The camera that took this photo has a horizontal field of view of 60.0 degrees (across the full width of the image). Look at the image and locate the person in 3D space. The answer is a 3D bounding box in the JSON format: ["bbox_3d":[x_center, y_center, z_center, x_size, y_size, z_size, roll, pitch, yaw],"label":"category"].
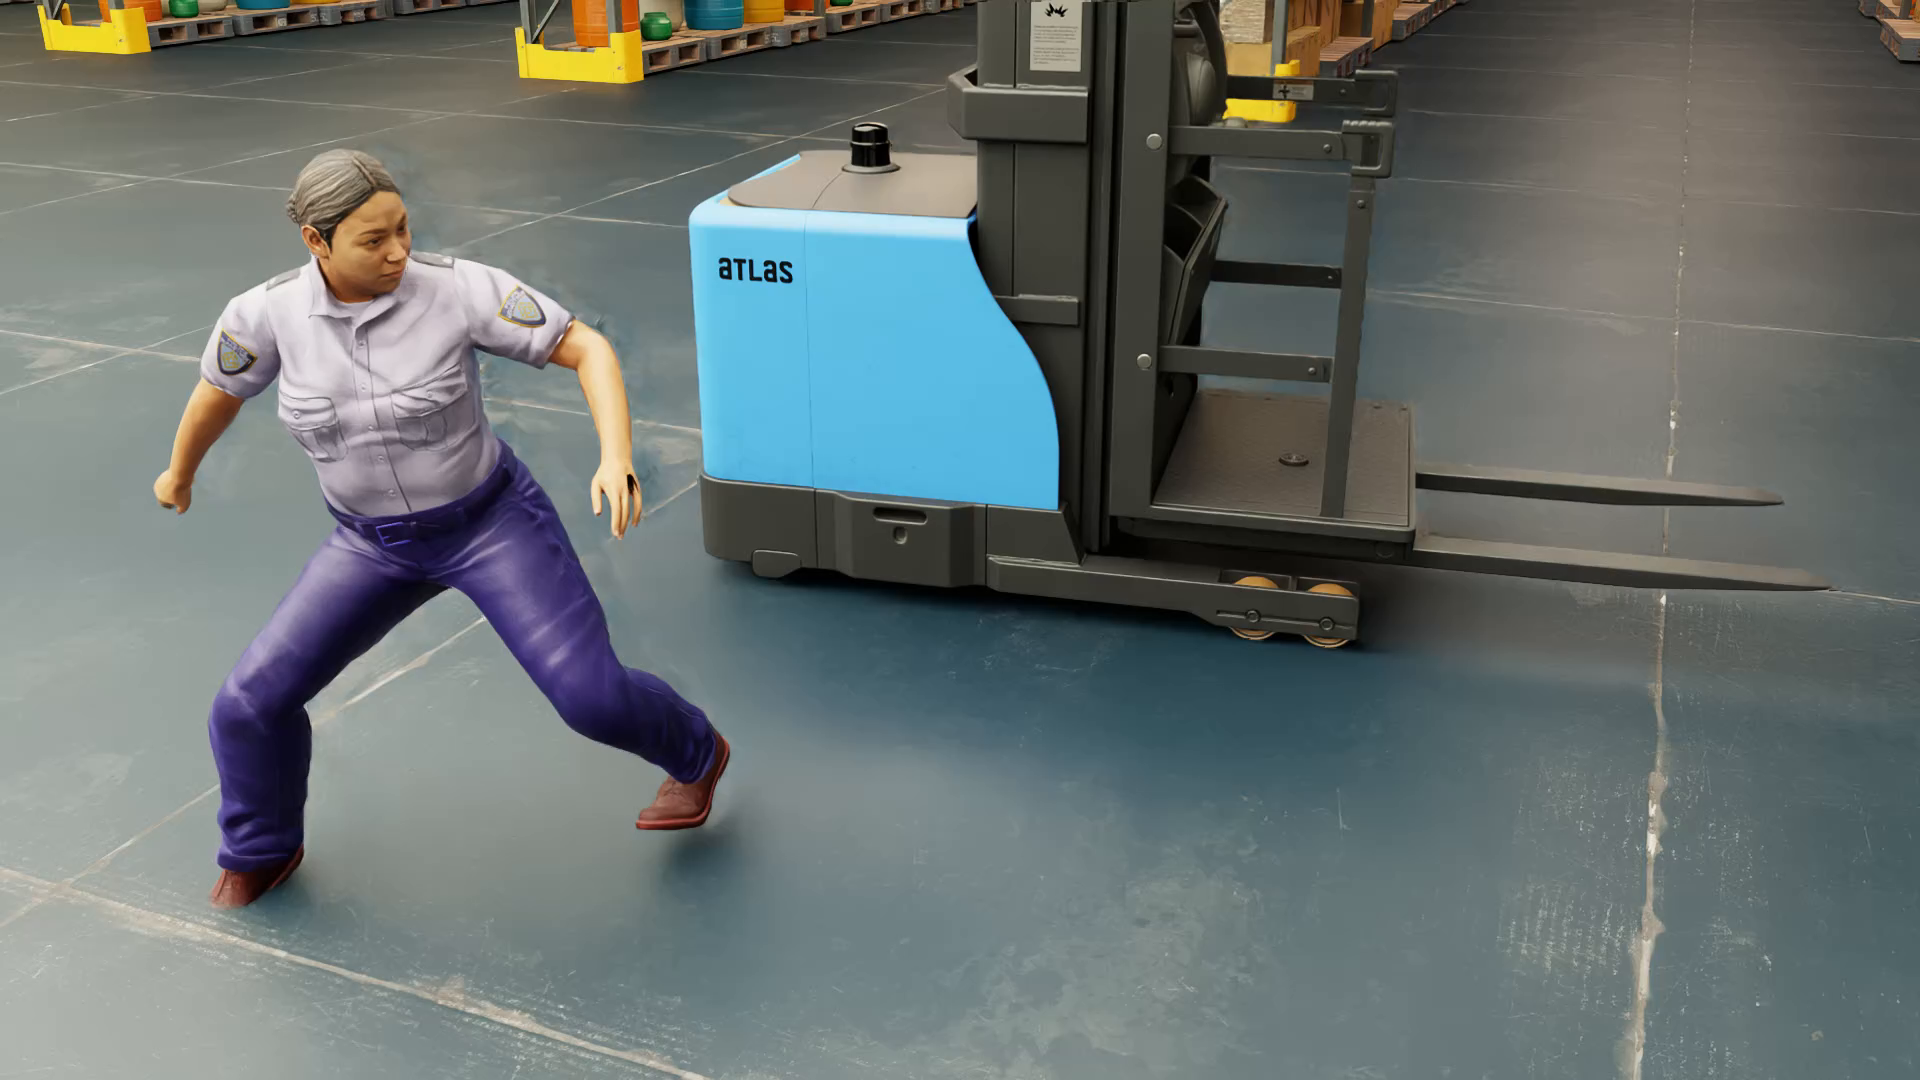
[{"bbox_3d":[-1.074,0.027,3.215,1.125,1.579,0.526,2,23,4],"label":"person"}]

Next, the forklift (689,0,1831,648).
[{"bbox_3d":[0.827,-1.293,4.385,3.031,2.935,1.130,6,23,13],"label":"forklift"}]
